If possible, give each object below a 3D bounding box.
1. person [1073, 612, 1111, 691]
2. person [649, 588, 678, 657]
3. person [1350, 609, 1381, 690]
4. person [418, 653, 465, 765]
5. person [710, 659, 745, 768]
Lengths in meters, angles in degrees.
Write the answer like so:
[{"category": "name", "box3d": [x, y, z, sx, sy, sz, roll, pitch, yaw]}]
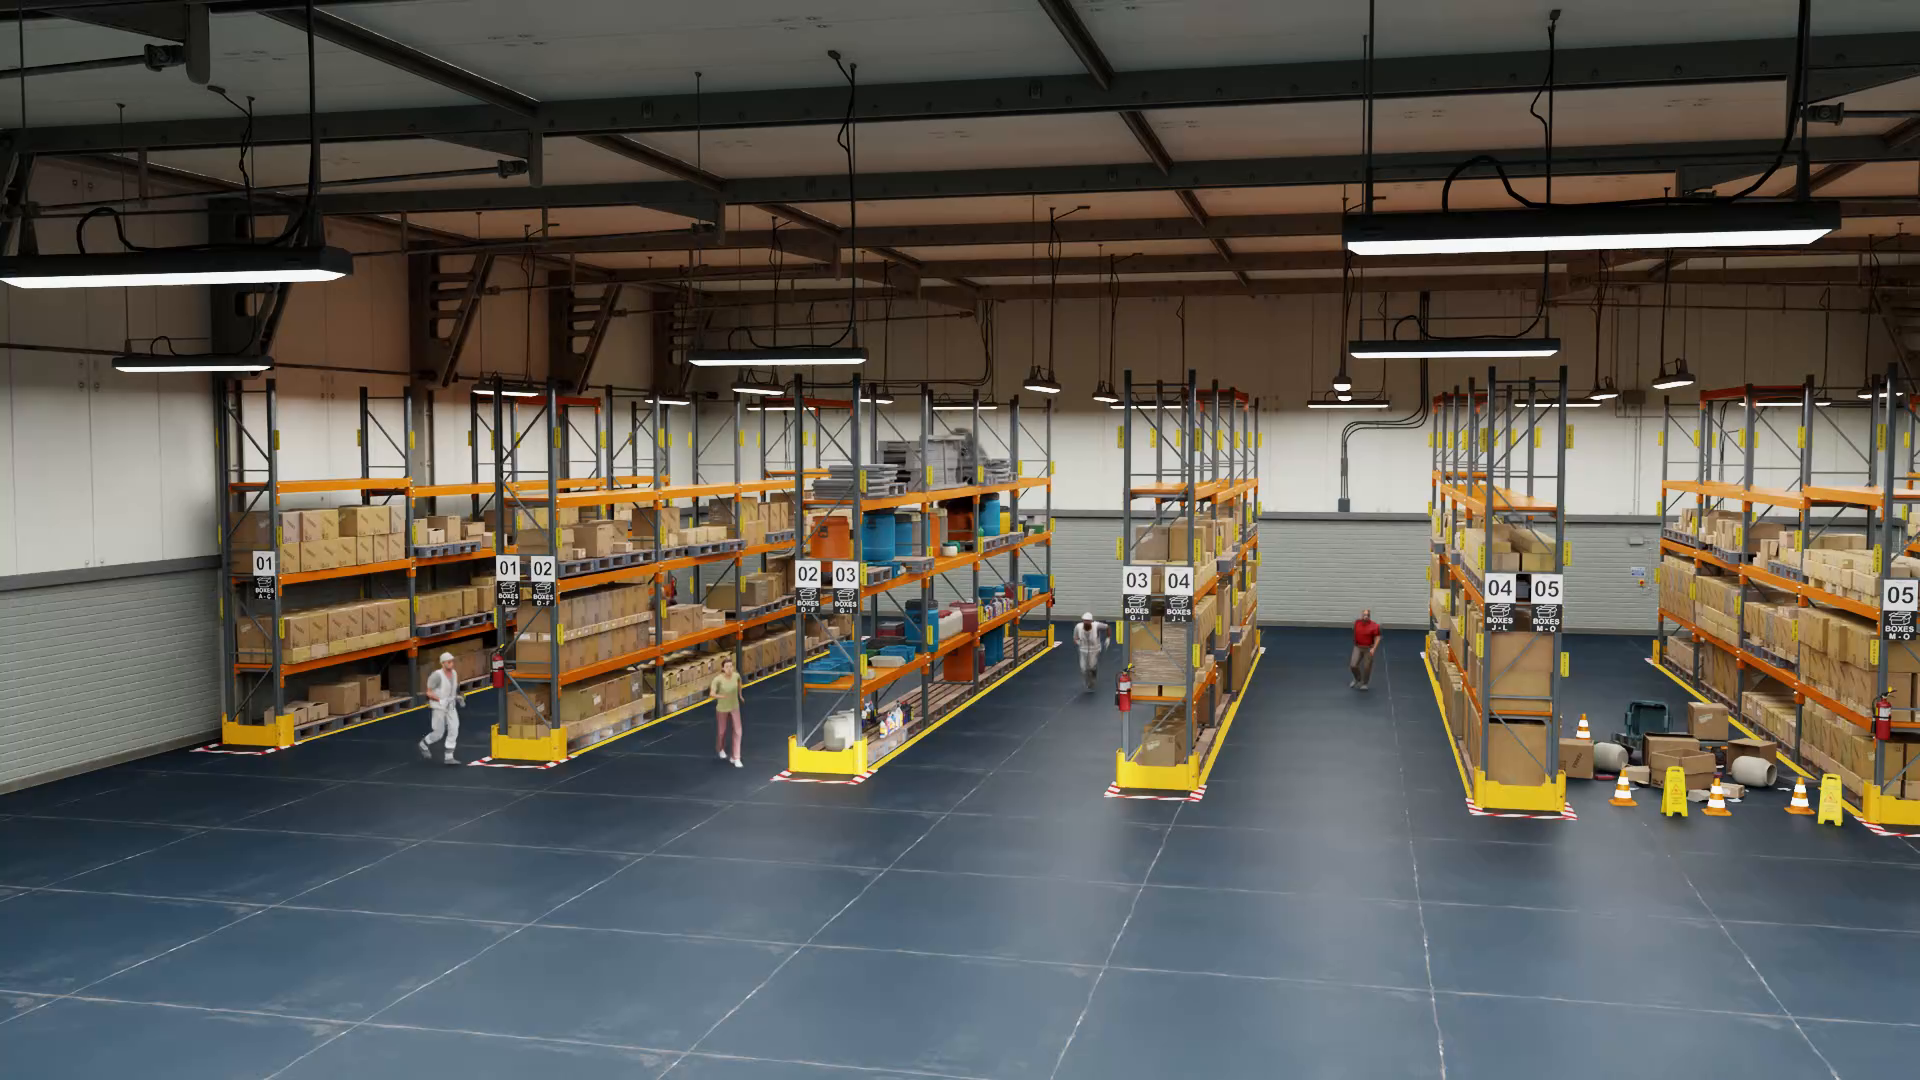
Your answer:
[{"category": "person", "box3d": [2.594, 2.216, 32.798, 0.724, 1.623, 0.897, 1, 3, 11]}, {"category": "person", "box3d": [-6.714, 1.898, 37.665, 0.717, 1.669, 0.931, 0, 3, -4]}, {"category": "person", "box3d": [8.054, 2.180, 33.053, 0.661, 1.664, 0.707, 2, 4, 29]}, {"category": "person", "box3d": [-8.053, 2.593, 25.712, 0.842, 1.740, 0.664, 2, 4, 34]}, {"category": "person", "box3d": [-3.612, 2.640, 25.693, 0.585, 1.662, 0.927, -1, 4, -22]}]
